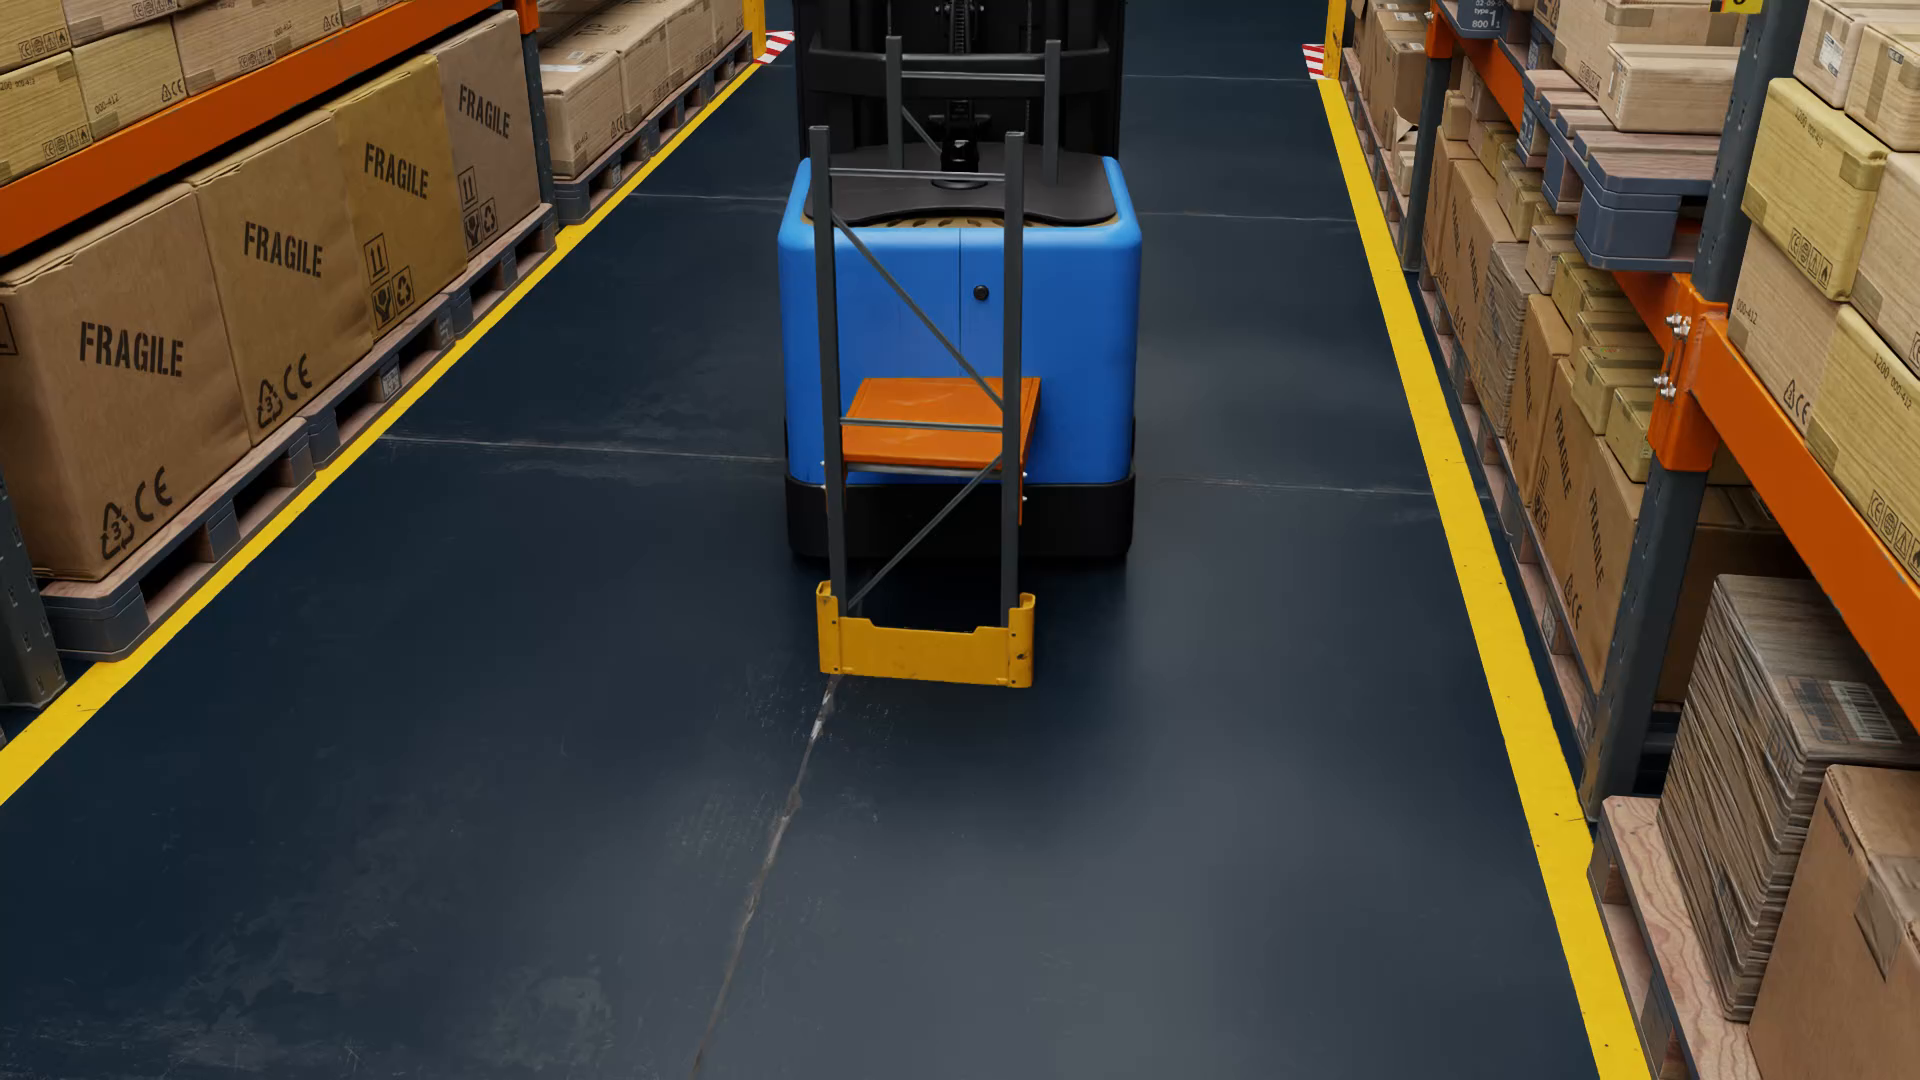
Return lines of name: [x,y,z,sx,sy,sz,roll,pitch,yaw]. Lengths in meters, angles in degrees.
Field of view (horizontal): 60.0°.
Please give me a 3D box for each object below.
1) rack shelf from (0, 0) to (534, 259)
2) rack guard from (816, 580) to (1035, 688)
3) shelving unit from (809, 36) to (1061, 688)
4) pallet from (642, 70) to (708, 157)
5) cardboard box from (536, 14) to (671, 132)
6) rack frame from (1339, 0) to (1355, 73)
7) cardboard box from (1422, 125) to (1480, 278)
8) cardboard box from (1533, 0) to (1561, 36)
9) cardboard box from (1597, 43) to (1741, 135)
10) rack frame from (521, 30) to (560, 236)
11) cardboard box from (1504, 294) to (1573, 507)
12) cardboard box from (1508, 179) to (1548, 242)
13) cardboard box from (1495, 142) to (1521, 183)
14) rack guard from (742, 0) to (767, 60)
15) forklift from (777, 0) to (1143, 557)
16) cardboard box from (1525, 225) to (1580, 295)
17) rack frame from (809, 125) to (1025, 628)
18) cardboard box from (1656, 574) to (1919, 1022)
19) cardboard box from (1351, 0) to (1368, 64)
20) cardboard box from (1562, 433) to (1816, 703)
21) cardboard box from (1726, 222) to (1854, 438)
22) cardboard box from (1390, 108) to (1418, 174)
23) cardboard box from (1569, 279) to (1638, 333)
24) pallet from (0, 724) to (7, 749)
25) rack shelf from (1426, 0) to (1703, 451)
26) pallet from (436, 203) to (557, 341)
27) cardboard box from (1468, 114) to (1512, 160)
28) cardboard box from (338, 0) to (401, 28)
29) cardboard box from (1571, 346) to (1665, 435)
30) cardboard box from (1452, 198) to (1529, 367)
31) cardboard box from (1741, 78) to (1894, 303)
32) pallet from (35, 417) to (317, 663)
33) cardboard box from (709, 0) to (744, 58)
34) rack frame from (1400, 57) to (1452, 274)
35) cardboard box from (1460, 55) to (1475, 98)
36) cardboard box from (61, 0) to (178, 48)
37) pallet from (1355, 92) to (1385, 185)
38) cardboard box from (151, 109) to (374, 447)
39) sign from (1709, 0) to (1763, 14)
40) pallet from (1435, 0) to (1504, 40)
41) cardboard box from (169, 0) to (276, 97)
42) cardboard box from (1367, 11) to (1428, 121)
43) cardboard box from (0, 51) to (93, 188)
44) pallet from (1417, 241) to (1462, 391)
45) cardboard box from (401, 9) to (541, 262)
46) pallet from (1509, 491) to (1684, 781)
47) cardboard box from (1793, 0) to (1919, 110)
rack shelf: [-2.676,-1.548,5.719,1.077,0.370,4.000,3,28,6]
rack guard: [-0.093,0.255,4.510,0.587,0.250,0.087,3,29,7]
shelving unit: [-0.028,-0.529,4.648,0.587,1.500,1.083,3,29,7]
pallet: [-2.113,-2.508,9.682,1.003,0.211,1.213,3,28,6]
cardboard box: [-2.138,-2.574,9.123,0.875,0.438,0.875,3,28,5]
rack frame: [2.986,-4.402,10.258,1.000,3.000,0.127,3,28,6]
cardboard box: [2.213,-1.389,6.858,0.500,0.500,0.500,5,29,8]
cardboard box: [2.022,-1.646,4.591,0.797,0.503,0.637,3,28,5]
cardboard box: [1.705,-1.042,3.844,0.380,0.149,0.250,4,29,7]
rack frame: [-2.431,-2.806,7.296,1.000,3.000,0.127,3,28,6]
cardboard box: [1.977,-0.414,5.048,0.500,0.500,0.500,5,29,8]
cardboard box: [2.090,-1.118,5.671,0.380,0.149,0.250,4,29,8]
cardboard box: [2.190,-1.350,6.101,0.380,0.149,0.250,3,28,5]
rack guard: [-1.938,-3.600,11.404,1.175,0.500,0.348,3,28,6]
forklift: [-0.004,-1.893,5.673,1.130,2.935,3.031,0,28,0]
cardboard box: [2.005,-0.876,5.222,0.380,0.149,0.250,2,28,4]
rack frame: [-0.098,-0.286,4.197,0.500,1.500,0.032,3,29,7]
cardboard box: [1.916,0.517,3.189,0.875,0.625,0.625,4,29,8]
cardboard box: [2.817,-3.206,10.227,0.797,0.503,0.637,2,28,4]
cardboard box: [1.844,0.068,4.154,0.500,0.500,0.500,4,29,8]
cardboard box: [1.709,-0.376,2.943,0.500,0.250,0.500,3,29,6]
cardboard box: [2.316,-1.948,8.143,0.396,0.266,0.258,4,29,8]
cardboard box: [1.971,-0.627,4.760,0.380,0.149,0.250,4,29,8]
pallet: [-3.018,0.672,3.779,1.003,0.211,1.213,3,28,6]
rack shelf: [2.251,-1.261,5.187,1.077,0.370,4.000,3,28,6]
pallet: [-2.451,-1.211,7.275,1.003,0.211,1.213,3,28,6]
cardboard box: [2.231,-1.601,6.568,0.380,0.149,0.250,3,28,5]
cardboard box: [-2.380,-2.038,6.028,0.500,0.250,0.500,3,28,5]
cardboard box: [1.818,-0.384,4.309,0.380,0.149,0.250,2,28,4]
cardboard box: [2.092,-0.903,5.956,0.500,0.500,0.500,3,28,5]
cardboard box: [1.684,-0.597,2.827,0.500,0.250,0.500,3,28,6]
pallet: [-2.750,-0.062,5.143,1.003,0.211,1.213,3,28,6]
cardboard box: [-1.922,-3.429,10.711,0.875,0.438,0.875,2,28,4]
rack frame: [2.496,-2.519,6.763,1.000,3.000,0.127,3,28,6]
cardboard box: [2.248,-1.863,6.741,0.380,0.149,0.250,3,28,5]
cardboard box: [-2.549,-1.545,4.585,0.500,0.250,0.500,4,29,7]
pallet: [2.728,-2.191,9.094,1.003,0.211,1.213,3,28,6]
cardboard box: [-2.641,-0.912,5.578,0.875,0.875,0.875,4,29,7]
sign: [1.466,-1.138,3.063,0.100,0.325,0.005,3,28,6]
pallet: [2.290,-2.065,6.123,1.003,0.211,1.213,3,28,6]
cardboard box: [-2.496,-1.562,5.145,0.500,0.250,0.500,4,29,8]
cardboard box: [2.510,-2.561,9.034,0.500,0.500,0.500,4,29,7]
cardboard box: [-2.611,-1.073,4.237,0.500,0.250,0.500,3,28,5]
pallet: [2.434,-0.906,6.710,1.003,0.211,1.213,3,28,6]
cardboard box: [-2.428,-1.759,7.150,0.875,0.875,0.875,4,29,8]
pallet: [2.135,0.242,4.578,1.003,0.211,1.213,3,28,6]
cardboard box: [1.674,-0.833,2.844,0.380,0.149,0.250,4,29,8]
